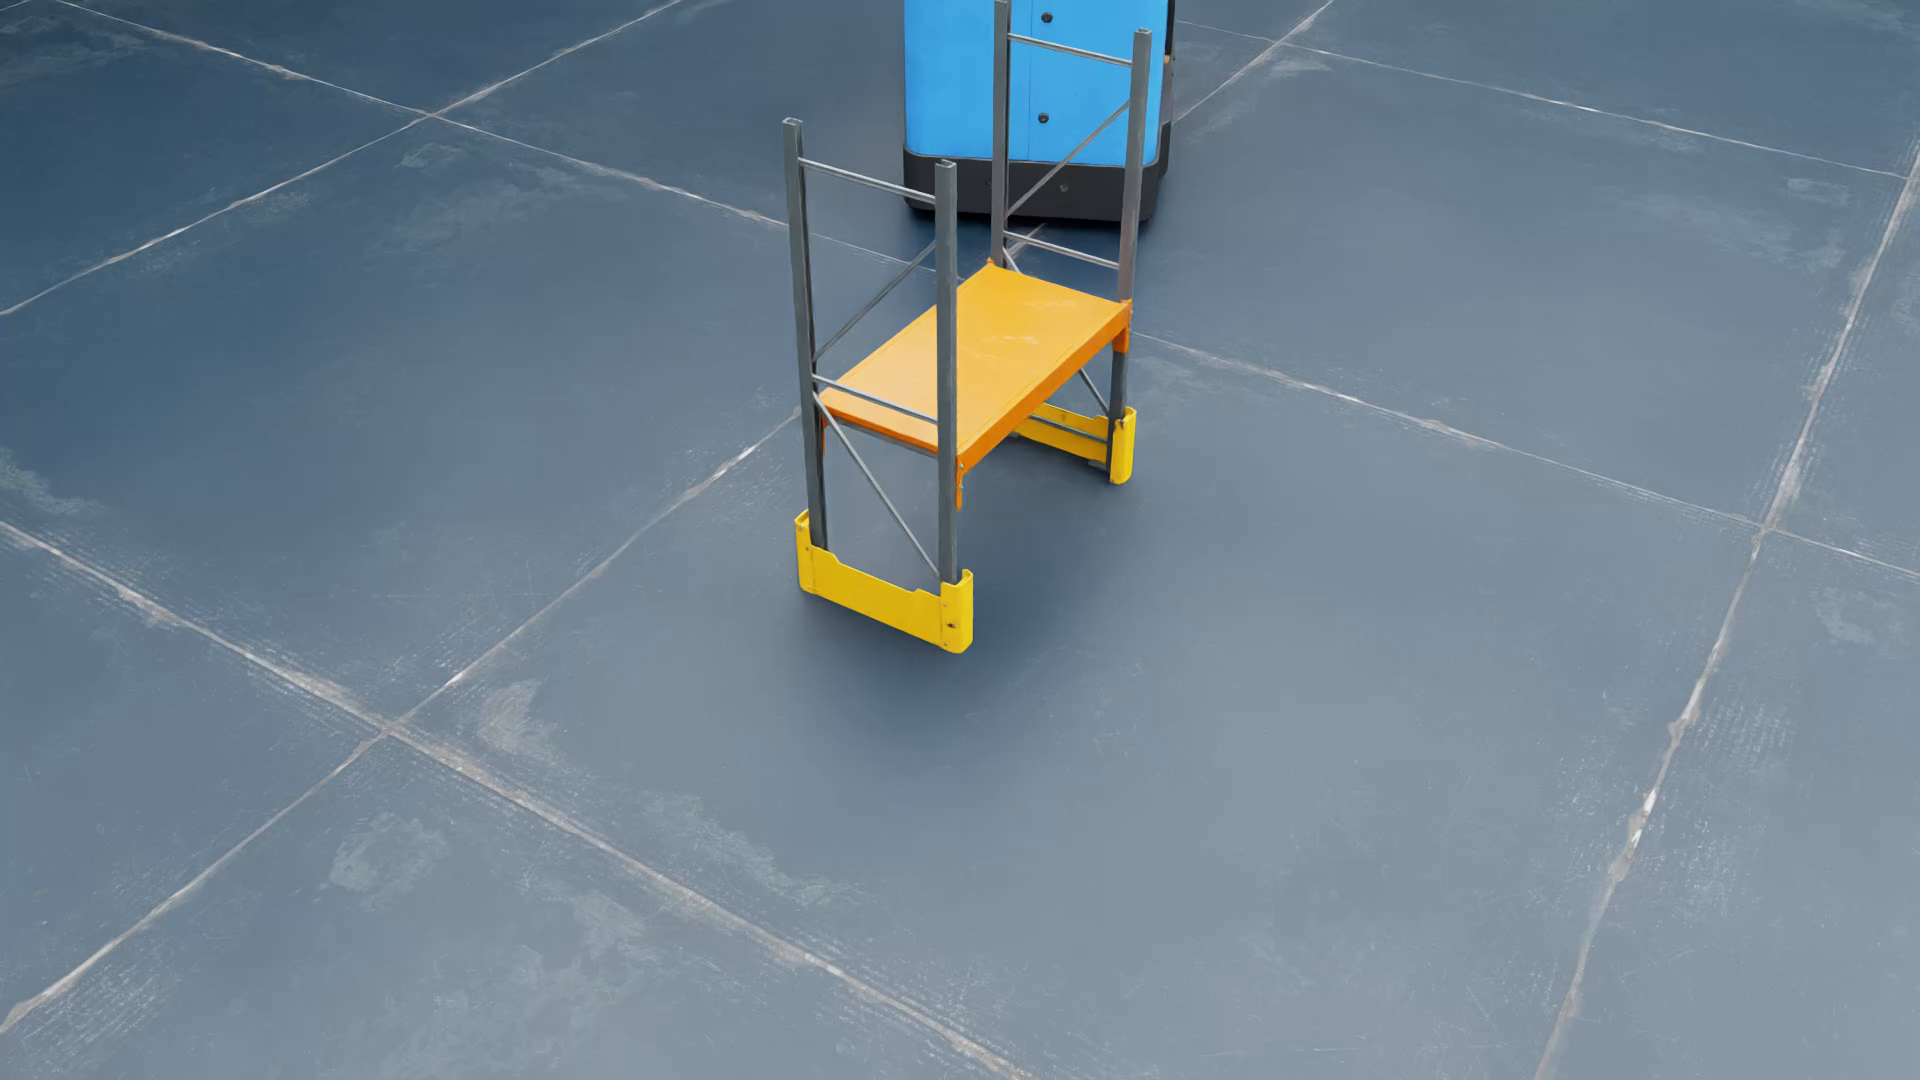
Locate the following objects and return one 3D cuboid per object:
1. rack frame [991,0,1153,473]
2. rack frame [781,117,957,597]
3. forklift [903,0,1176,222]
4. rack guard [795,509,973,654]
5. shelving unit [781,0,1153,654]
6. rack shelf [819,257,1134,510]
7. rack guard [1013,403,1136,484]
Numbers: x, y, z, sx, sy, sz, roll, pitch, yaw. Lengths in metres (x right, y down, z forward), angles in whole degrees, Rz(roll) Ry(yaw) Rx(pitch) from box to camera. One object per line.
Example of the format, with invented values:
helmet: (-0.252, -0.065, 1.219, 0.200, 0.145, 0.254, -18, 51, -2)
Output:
rack frame: (0.318, -0.900, 5.189, 0.500, 1.500, 0.032, 21, 42, 25)
rack frame: (-0.227, -0.376, 4.509, 0.500, 1.500, 0.032, 21, 42, 25)
forklift: (0.470, -3.359, 7.206, 1.130, 2.935, 3.031, 5, 38, 6)
rack guard: (-0.226, 0.118, 4.892, 0.587, 0.250, 0.087, 21, 42, 25)
shelving unit: (0.041, -0.633, 4.843, 0.587, 1.500, 1.083, 21, 42, 25)
rack shelf: (0.046, -0.496, 4.959, 0.538, 0.185, 1.000, 21, 42, 25)
rack guard: (0.308, -0.395, 5.558, 0.587, 0.250, 0.087, 21, 42, 25)
